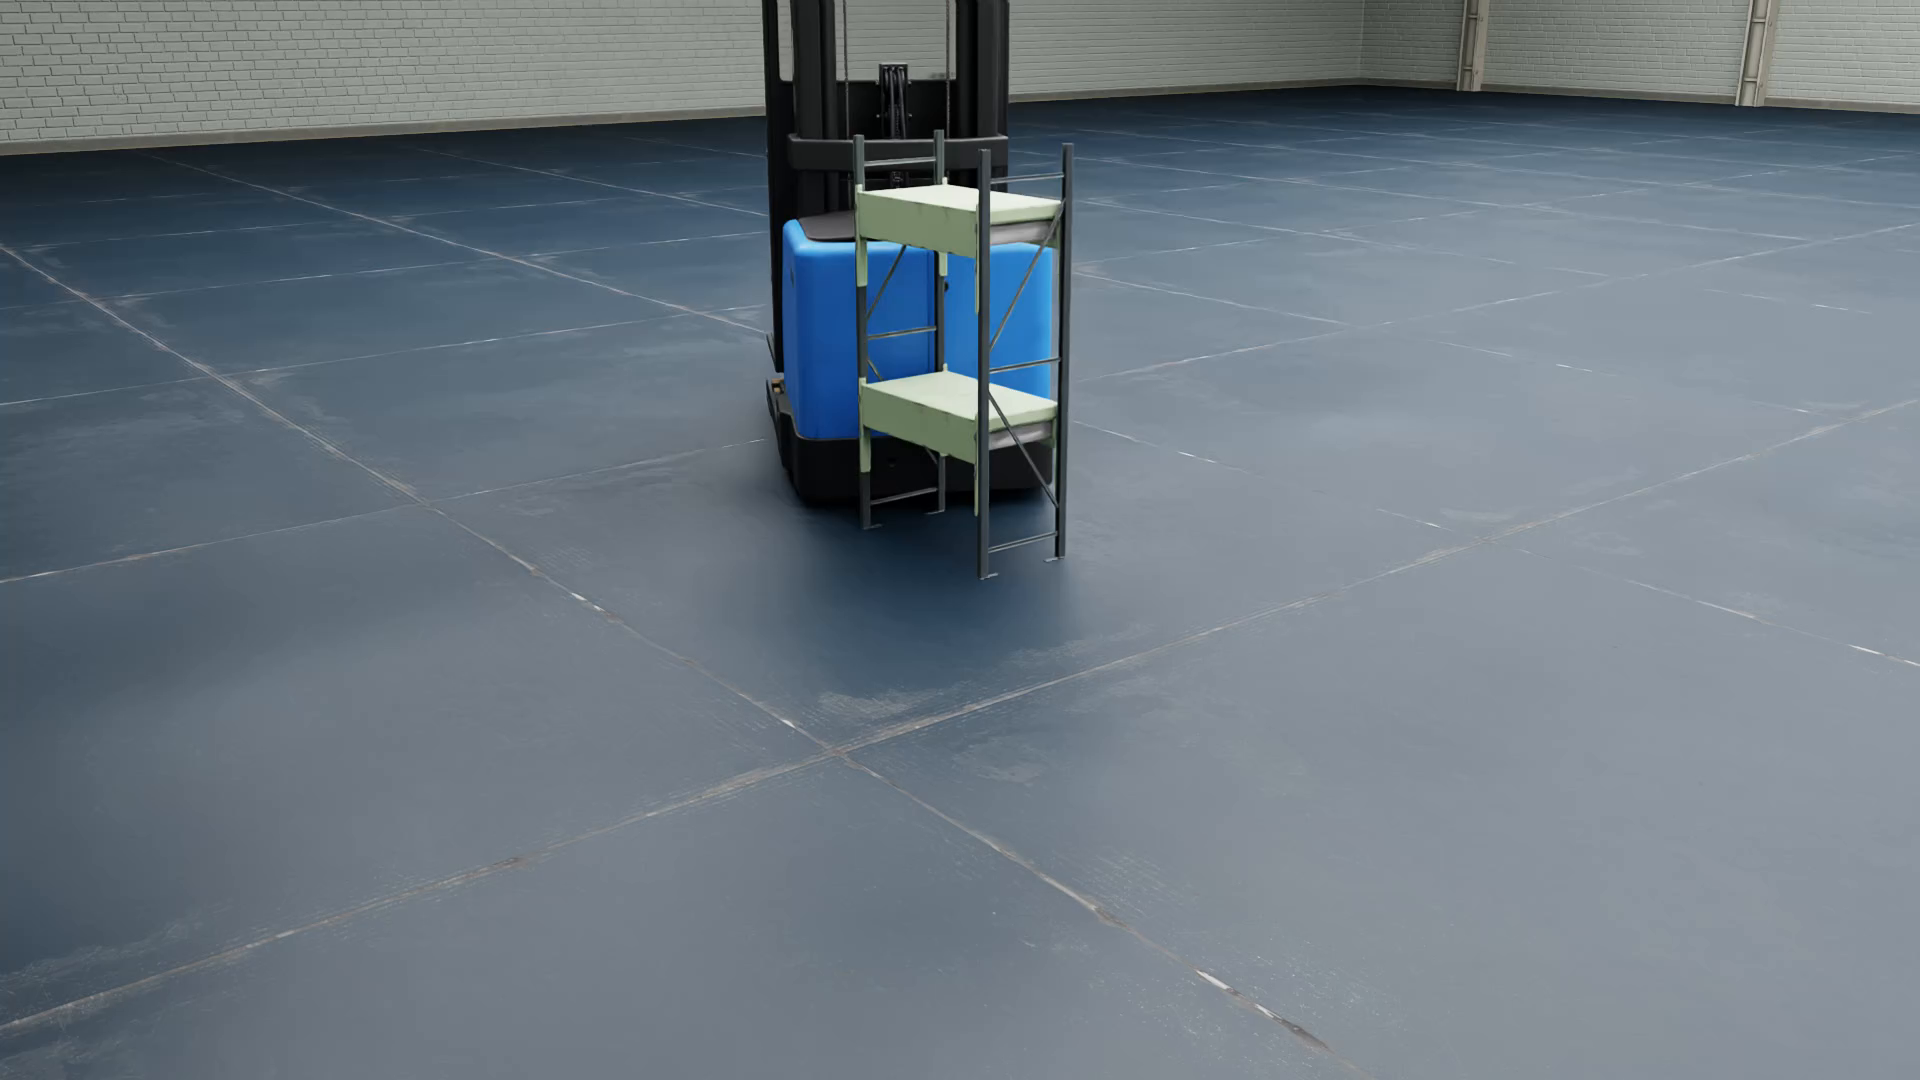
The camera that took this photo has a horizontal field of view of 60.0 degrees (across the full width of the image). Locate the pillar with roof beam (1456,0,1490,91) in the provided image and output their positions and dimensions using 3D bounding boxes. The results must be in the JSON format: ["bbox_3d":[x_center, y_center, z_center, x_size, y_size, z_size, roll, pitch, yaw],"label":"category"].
[{"bbox_3d":[7.208,-12.780,30.642,9.100,9.000,0.400,-14,23,-36],"label":"pillar with roof beam"}]

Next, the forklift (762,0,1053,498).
[{"bbox_3d":[-0.365,-1.982,7.686,1.130,2.935,3.031,-3,19,-9],"label":"forklift"}]

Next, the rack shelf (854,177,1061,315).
[{"bbox_3d":[0.001,-1.067,5.957,0.431,0.370,0.720,-14,23,-36],"label":"rack shelf"}]

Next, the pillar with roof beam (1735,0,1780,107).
[{"bbox_3d":[10.933,-11.302,26.178,9.100,9.000,0.400,-14,23,-36],"label":"pillar with roof beam"}]

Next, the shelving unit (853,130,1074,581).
[{"bbox_3d":[0.001,-0.696,6.080,0.431,1.500,0.755,-14,23,-36],"label":"shelving unit"}]

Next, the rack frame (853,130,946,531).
[{"bbox_3d":[-0.223,-0.787,6.354,0.400,1.500,0.023,-14,23,-36],"label":"rack frame"}]

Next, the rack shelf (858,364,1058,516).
[{"bbox_3d":[0.001,-0.387,6.182,0.431,0.370,0.720,-14,23,-36],"label":"rack shelf"}]

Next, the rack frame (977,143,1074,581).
[{"bbox_3d":[0.225,-0.605,5.805,0.400,1.500,0.023,-14,23,-36],"label":"rack frame"}]
